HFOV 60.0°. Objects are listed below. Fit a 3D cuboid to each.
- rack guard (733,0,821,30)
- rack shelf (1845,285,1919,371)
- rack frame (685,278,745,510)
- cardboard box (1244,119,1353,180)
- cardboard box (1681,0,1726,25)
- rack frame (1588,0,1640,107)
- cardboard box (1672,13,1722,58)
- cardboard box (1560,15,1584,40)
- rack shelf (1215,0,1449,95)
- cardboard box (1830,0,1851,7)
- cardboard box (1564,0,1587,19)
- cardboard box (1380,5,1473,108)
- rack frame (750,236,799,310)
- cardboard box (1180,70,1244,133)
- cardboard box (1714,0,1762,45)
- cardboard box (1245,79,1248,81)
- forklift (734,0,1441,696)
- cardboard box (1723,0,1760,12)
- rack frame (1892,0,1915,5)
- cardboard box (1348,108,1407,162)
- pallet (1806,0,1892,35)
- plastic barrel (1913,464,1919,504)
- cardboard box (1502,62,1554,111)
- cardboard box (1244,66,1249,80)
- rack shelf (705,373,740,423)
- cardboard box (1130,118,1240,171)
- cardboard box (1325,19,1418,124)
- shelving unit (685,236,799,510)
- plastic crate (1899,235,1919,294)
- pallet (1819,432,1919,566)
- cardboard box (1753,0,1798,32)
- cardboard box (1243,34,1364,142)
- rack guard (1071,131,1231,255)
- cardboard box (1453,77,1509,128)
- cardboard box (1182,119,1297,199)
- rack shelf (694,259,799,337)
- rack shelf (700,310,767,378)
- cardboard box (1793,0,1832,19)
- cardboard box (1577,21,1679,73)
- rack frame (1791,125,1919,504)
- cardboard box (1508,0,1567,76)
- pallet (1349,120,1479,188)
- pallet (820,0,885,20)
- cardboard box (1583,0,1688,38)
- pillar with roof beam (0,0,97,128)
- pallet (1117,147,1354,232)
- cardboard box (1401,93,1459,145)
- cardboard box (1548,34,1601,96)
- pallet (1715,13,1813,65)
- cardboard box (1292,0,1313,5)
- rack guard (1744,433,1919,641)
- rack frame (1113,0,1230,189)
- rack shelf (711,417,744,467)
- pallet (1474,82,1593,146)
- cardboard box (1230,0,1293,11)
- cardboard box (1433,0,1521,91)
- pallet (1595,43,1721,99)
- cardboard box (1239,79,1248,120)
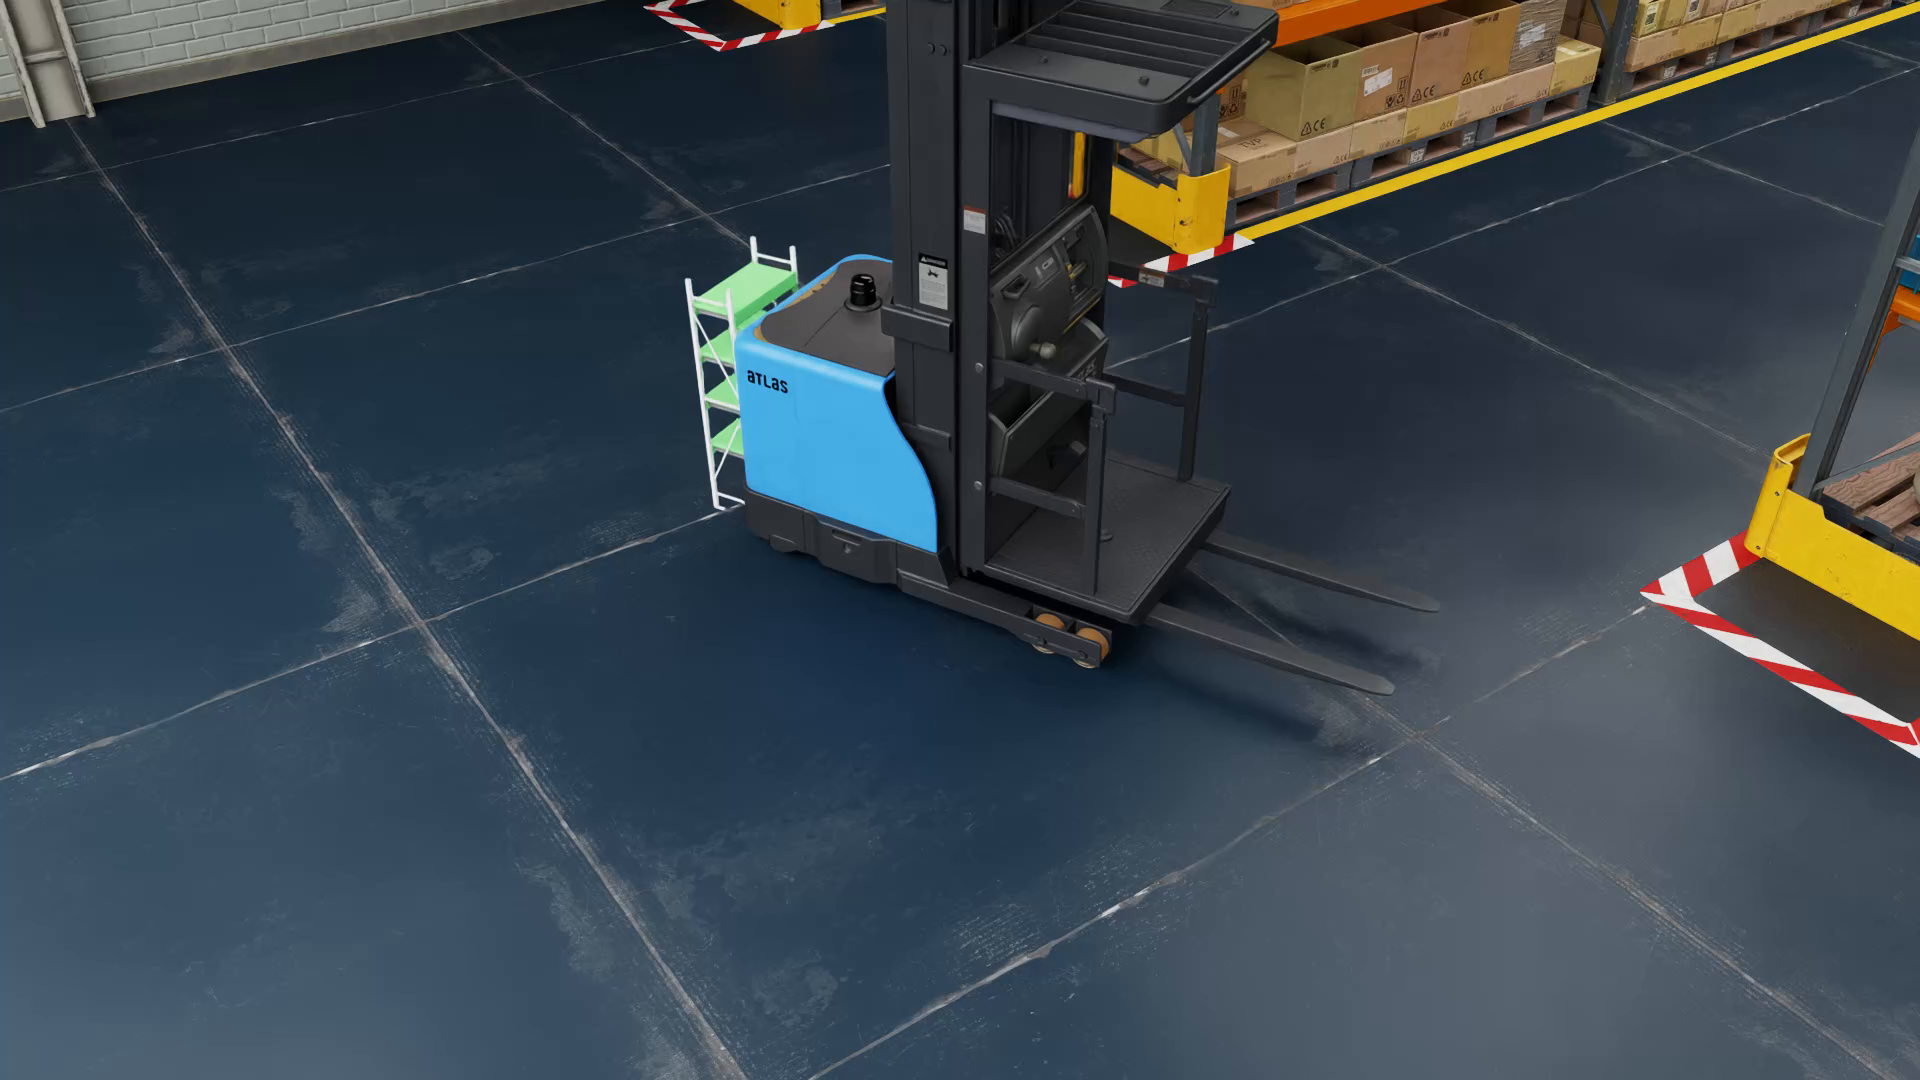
[{"bbox_3d":[-1.593,-4.666,13.810,0.348,0.500,1.175,-22,41,-28],"label":"rack guard"},{"bbox_3d":[5.687,-1.308,7.616,4.000,0.370,1.077,-22,41,-28],"label":"rack shelf"},{"bbox_3d":[-1.083,-0.620,7.578,0.240,1.200,0.015,17,39,25],"label":"rack frame"},{"bbox_3d":[2.175,-2.591,10.779,0.500,0.250,0.500,-22,41,-28],"label":"cardboard box"},{"bbox_3d":[5.365,-4.106,12.405,0.500,0.311,0.500,-23,42,-28],"label":"cardboard box"},{"bbox_3d":[4.472,-4.638,11.630,0.127,3.000,1.000,-22,41,-28],"label":"rack frame"},{"bbox_3d":[5.363,-3.881,12.573,0.500,0.250,0.500,-21,41,-27],"label":"cardboard box"},{"bbox_3d":[4.644,-3.970,12.697,0.500,0.250,0.500,-23,42,-28],"label":"cardboard box"},{"bbox_3d":[2.837,-3.673,10.905,4.000,0.370,1.077,-22,41,-28],"label":"rack shelf"},{"bbox_3d":[7.032,-4.569,13.530,0.500,0.250,0.500,-23,42,-28],"label":"cardboard box"},{"bbox_3d":[4.638,-4.193,12.526,0.500,0.311,0.500,-22,41,-28],"label":"cardboard box"},{"bbox_3d":[2.996,-3.229,11.023,0.500,0.500,0.500,-22,41,-28],"label":"cardboard box"},{"bbox_3d":[-0.841,-0.867,7.922,0.240,1.200,0.015,17,39,25],"label":"rack frame"},{"bbox_3d":[1.469,-2.974,10.669,0.500,0.500,0.500,-22,41,-28],"label":"cardboard box"},{"bbox_3d":[5.784,-4.057,12.817,0.500,0.250,0.500,-24,42,-29],"label":"cardboard box"},{"bbox_3d":[2.280,-3.011,11.363,0.500,0.250,0.500,-22,41,-28],"label":"cardboard box"},{"bbox_3d":[0.545,-1.008,6.641,3.031,2.935,1.130,18,40,24],"label":"forklift"},{"bbox_3d":[5.787,-4.281,12.648,0.500,0.311,0.500,-24,42,-29],"label":"cardboard box"},{"bbox_3d":[7.741,-5.984,13.501,0.127,3.000,1.000,-22,41,-28],"label":"rack frame"},{"bbox_3d":[2.584,-2.759,11.013,0.500,0.250,0.500,-22,41,-28],"label":"cardboard box"},{"bbox_3d":[7.046,-4.593,13.956,1.213,0.211,1.003,-22,41,-28],"label":"pallet"},{"bbox_3d":[4.546,-0.346,7.433,0.421,0.512,0.421,0,36,0],"label":"plastic barrel"},{"bbox_3d":[3.804,-3.269,11.721,0.500,0.250,0.500,-22,41,-28],"label":"cardboard box"},{"bbox_3d":[2.278,-3.317,11.146,0.500,0.500,0.500,-22,41,-28],"label":"cardboard box"},{"bbox_3d":[-0.961,-0.691,7.787,0.258,0.148,0.480,17,39,25],"label":"rack shelf"},{"bbox_3d":[1.470,-2.668,10.886,0.500,0.250,0.500,-22,41,-28],"label":"cardboard box"},{"bbox_3d":[2.577,-3.069,10.801,0.500,0.500,0.500,-22,41,-28],"label":"cardboard box"},{"bbox_3d":[-0.962,-0.743,7.750,0.258,1.200,0.503,17,39,25],"label":"shelving unit"},{"bbox_3d":[4.289,-1.178,6.947,0.616,0.251,0.499,-22,41,-28],"label":"plastic crate"},{"bbox_3d":[4.755,-0.114,7.728,1.213,0.211,1.003,-22,41,-28],"label":"pallet"},{"bbox_3d":[6.201,-4.227,13.054,0.500,0.250,0.500,-22,41,-27],"label":"cardboard box"},{"bbox_3d":[2.176,-2.895,10.559,0.500,0.500,0.500,-22,41,-28],"label":"cardboard box"},{"bbox_3d":[1.182,-2.270,10.478,0.348,0.500,1.175,-22,41,-28],"label":"rack guard"},{"bbox_3d":[3.404,-3.093,11.477,0.500,0.250,0.500,-22,41,-28],"label":"cardboard box"},{"bbox_3d":[1.769,-2.421,10.543,0.500,0.250,0.500,-22,41,-28],"label":"cardboard box"},{"bbox_3d":[-0.971,-1.084,7.511,0.258,0.148,0.480,17,39,25],"label":"rack shelf"},{"bbox_3d":[-0.966,-0.888,7.649,0.258,0.148,0.480,17,39,25],"label":"rack shelf"},{"bbox_3d":[6.620,-4.402,13.296,0.500,0.250,0.500,-21,41,-27],"label":"cardboard box"},{"bbox_3d":[4.944,-3.710,12.334,0.500,0.250,0.500,-23,42,-29],"label":"cardboard box"},{"bbox_3d":[4.052,-0.927,6.471,0.127,3.000,1.000,-22,41,-28],"label":"rack frame"},{"bbox_3d":[3.803,-3.574,11.503,0.500,0.500,0.500,-22,41,-28],"label":"cardboard box"},{"bbox_3d":[2.799,-2.846,11.526,1.213,0.211,1.003,-22,41,-28],"label":"pallet"},{"bbox_3d":[-0.908,-4.806,14.251,1.213,0.211,1.003,-22,41,-28],"label":"pallet"},{"bbox_3d":[4.953,-3.940,12.174,0.500,0.311,0.500,-22,41,-28],"label":"cardboard box"},{"bbox_3d":[-4.005,-4.667,6.532,0.400,9.000,9.100,-22,41,-28],"label":"pillar with roof beam"},{"bbox_3d":[1.803,-2.438,10.959,1.213,0.211,1.003,-22,41,-28],"label":"pallet"},{"bbox_3d":[2.996,-2.925,11.243,0.500,0.250,0.500,-22,41,-28],"label":"cardboard box"},{"bbox_3d":[4.218,-3.432,11.948,0.500,0.250,0.500,-22,41,-28],"label":"cardboard box"},{"bbox_3d":[6.049,-4.185,13.389,1.213,0.211,1.003,-22,41,-28],"label":"pallet"},{"bbox_3d":[2.017,-3.663,10.189,0.500,0.500,0.700,-21,41,-27],"label":"cardboard box"},{"bbox_3d":[4.087,0.039,7.267,0.348,0.500,1.175,-22,41,-28],"label":"rack guard"},{"bbox_3d":[1.202,-3.293,9.759,0.127,3.000,1.000,-22,41,-28],"label":"rack frame"},{"bbox_3d":[-0.956,-0.494,7.924,0.258,0.148,0.480,17,39,25],"label":"rack shelf"},{"bbox_3d":[3.797,-3.259,12.100,1.213,0.211,1.003,-22,41,-28],"label":"pallet"},{"bbox_3d":[1.591,-3.484,9.940,0.500,0.500,0.700,-22,41,-28],"label":"cardboard box"},{"bbox_3d":[3.397,-3.404,11.267,0.500,0.500,0.500,-22,41,-28],"label":"cardboard box"},{"bbox_3d":[5.051,-3.773,12.815,1.213,0.211,1.003,-22,41,-28],"label":"pallet"},{"bbox_3d":[1.872,-2.842,11.128,0.500,0.250,0.500,-22,41,-28],"label":"cardboard box"}]
